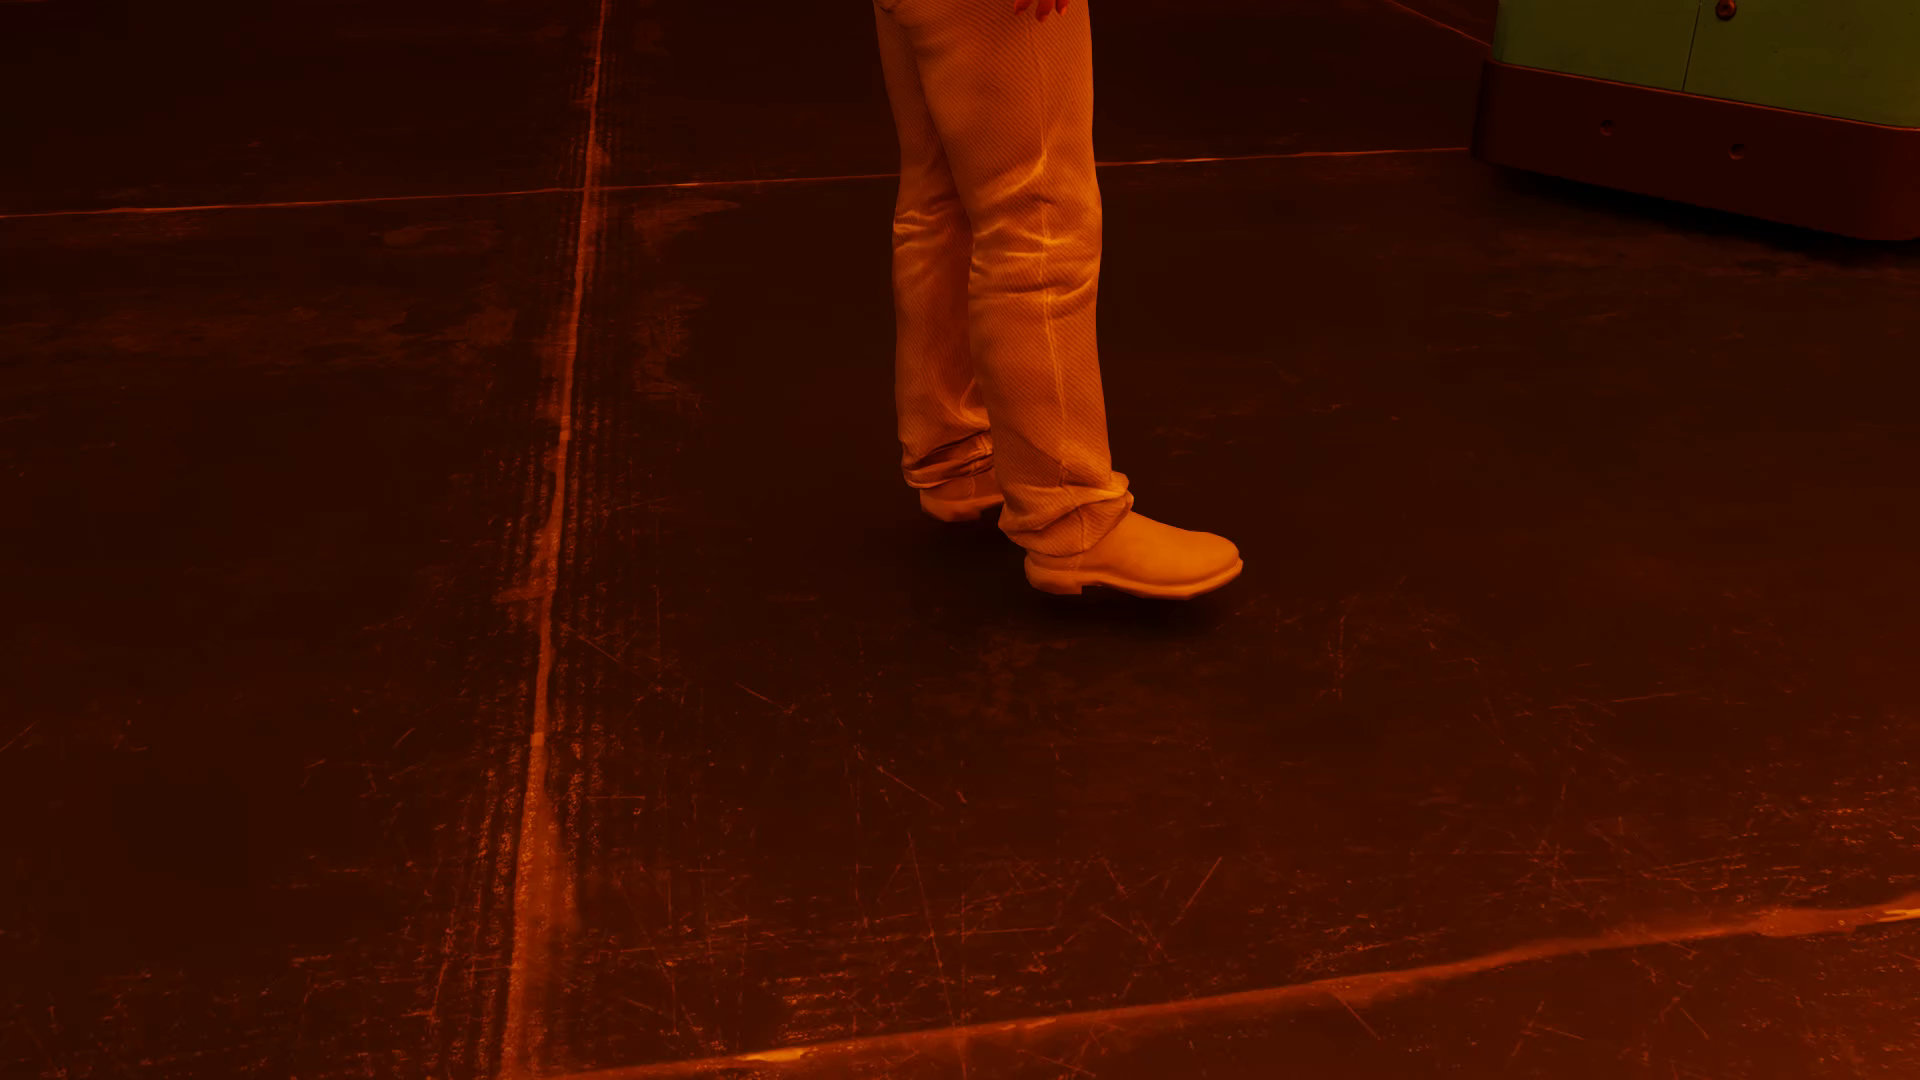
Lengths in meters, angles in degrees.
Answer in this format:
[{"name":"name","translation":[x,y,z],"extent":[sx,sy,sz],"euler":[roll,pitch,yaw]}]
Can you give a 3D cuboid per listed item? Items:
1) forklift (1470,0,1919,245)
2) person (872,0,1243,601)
[{"name":"forklift","translation":[2.666,-2.526,4.134],"extent":[1.130,2.935,3.031],"euler":[25,37,38]},{"name":"person","translation":[0.062,-0.827,2.064],"extent":[0.568,1.773,0.632],"euler":[-5,28,-9]}]
